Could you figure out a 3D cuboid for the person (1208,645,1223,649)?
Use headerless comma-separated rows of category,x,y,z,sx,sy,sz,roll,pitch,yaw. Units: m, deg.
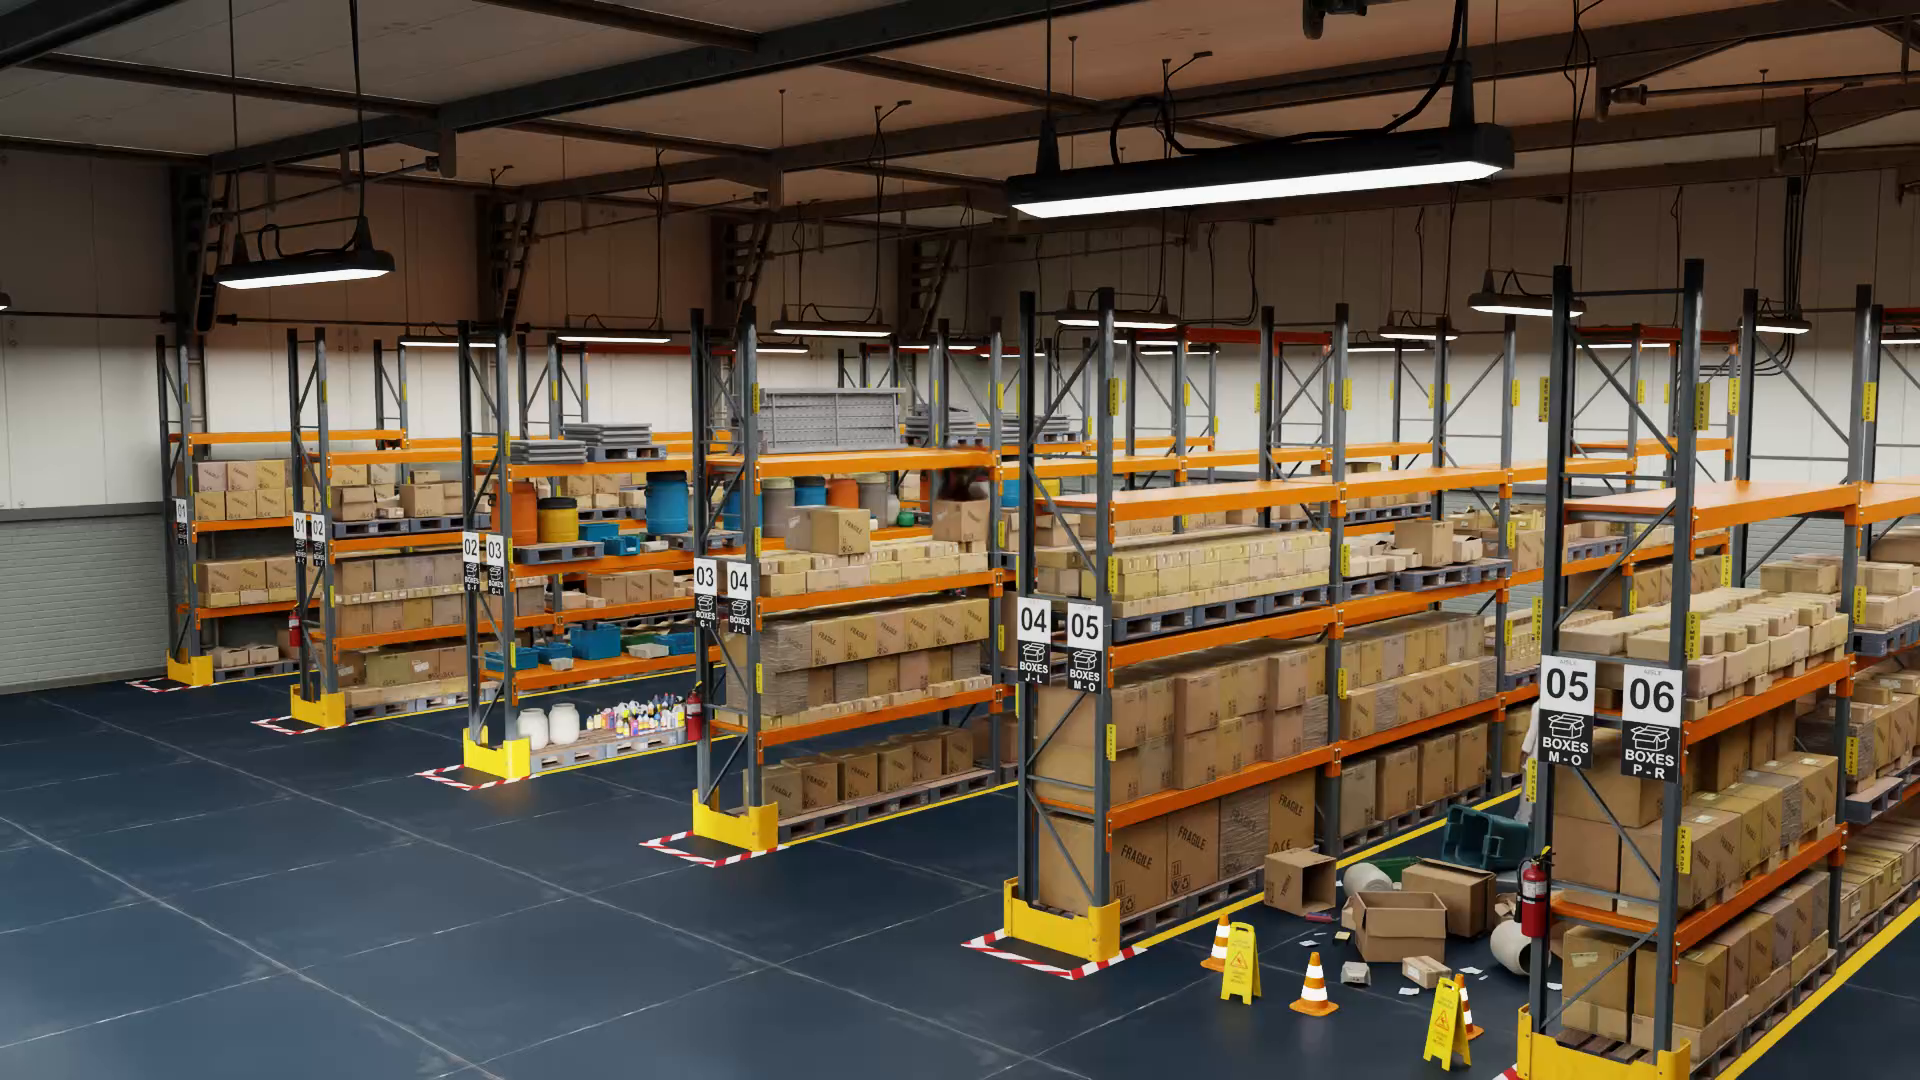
person,3.588,2.123,23.059,0.631,1.824,0.430,-3,6,-27

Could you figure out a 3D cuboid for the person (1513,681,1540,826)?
person,6.779,2.465,19.428,0.639,1.790,0.474,-2,6,-19

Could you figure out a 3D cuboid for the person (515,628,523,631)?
person,-8.232,1.417,30.861,0.503,1.731,1.005,3,6,30
